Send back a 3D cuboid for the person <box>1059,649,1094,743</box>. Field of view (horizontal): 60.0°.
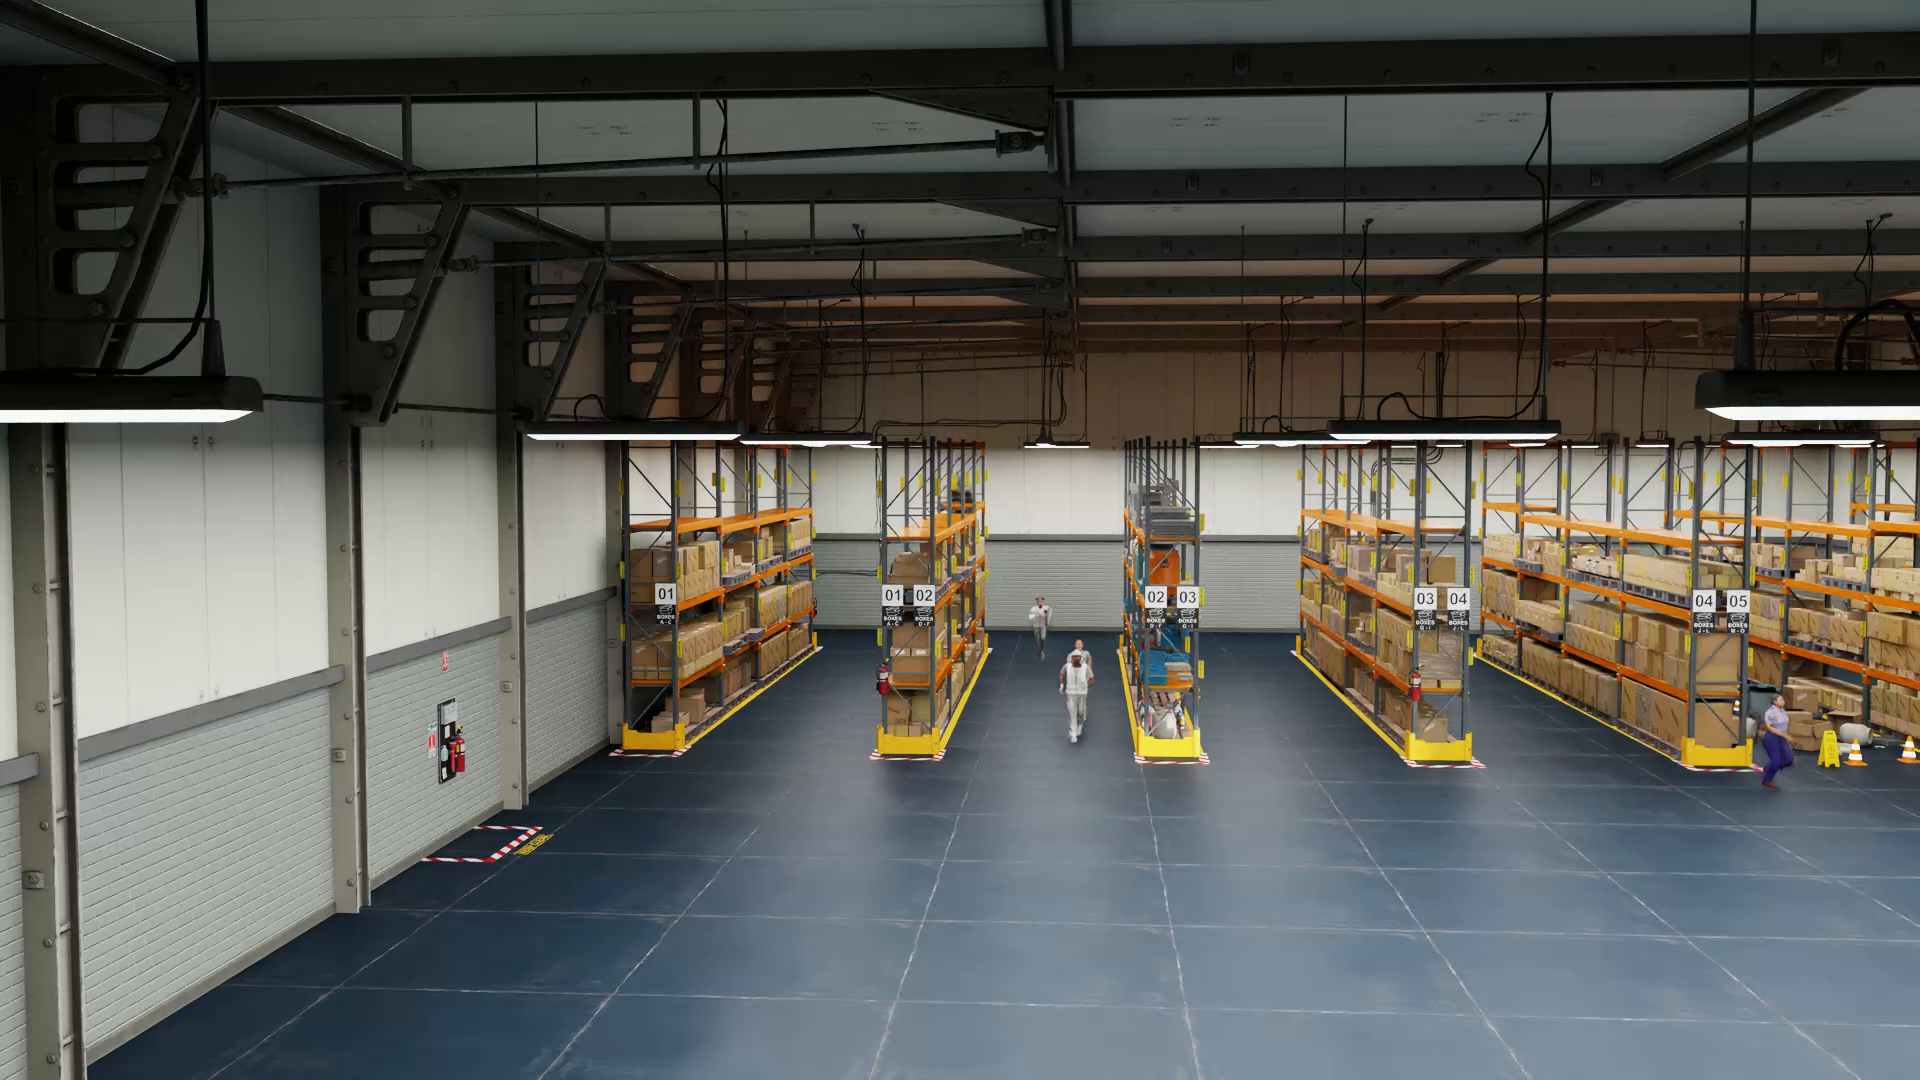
[{"bbox_3d":[2.298,3.049,32.881,0.684,1.780,0.972,0,3,2],"label":"person"}]

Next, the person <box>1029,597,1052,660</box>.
[{"bbox_3d":[2.109,2.301,43.542,0.597,1.669,0.833,0,3,3],"label":"person"}]

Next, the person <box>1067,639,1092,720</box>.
[{"bbox_3d":[2.562,2.958,35.677,0.551,1.691,0.908,0,3,1],"label":"person"}]

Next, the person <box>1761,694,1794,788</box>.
[{"bbox_3d":[13.901,3.409,28.233,0.639,1.607,0.536,-2,4,-38],"label":"person"}]
